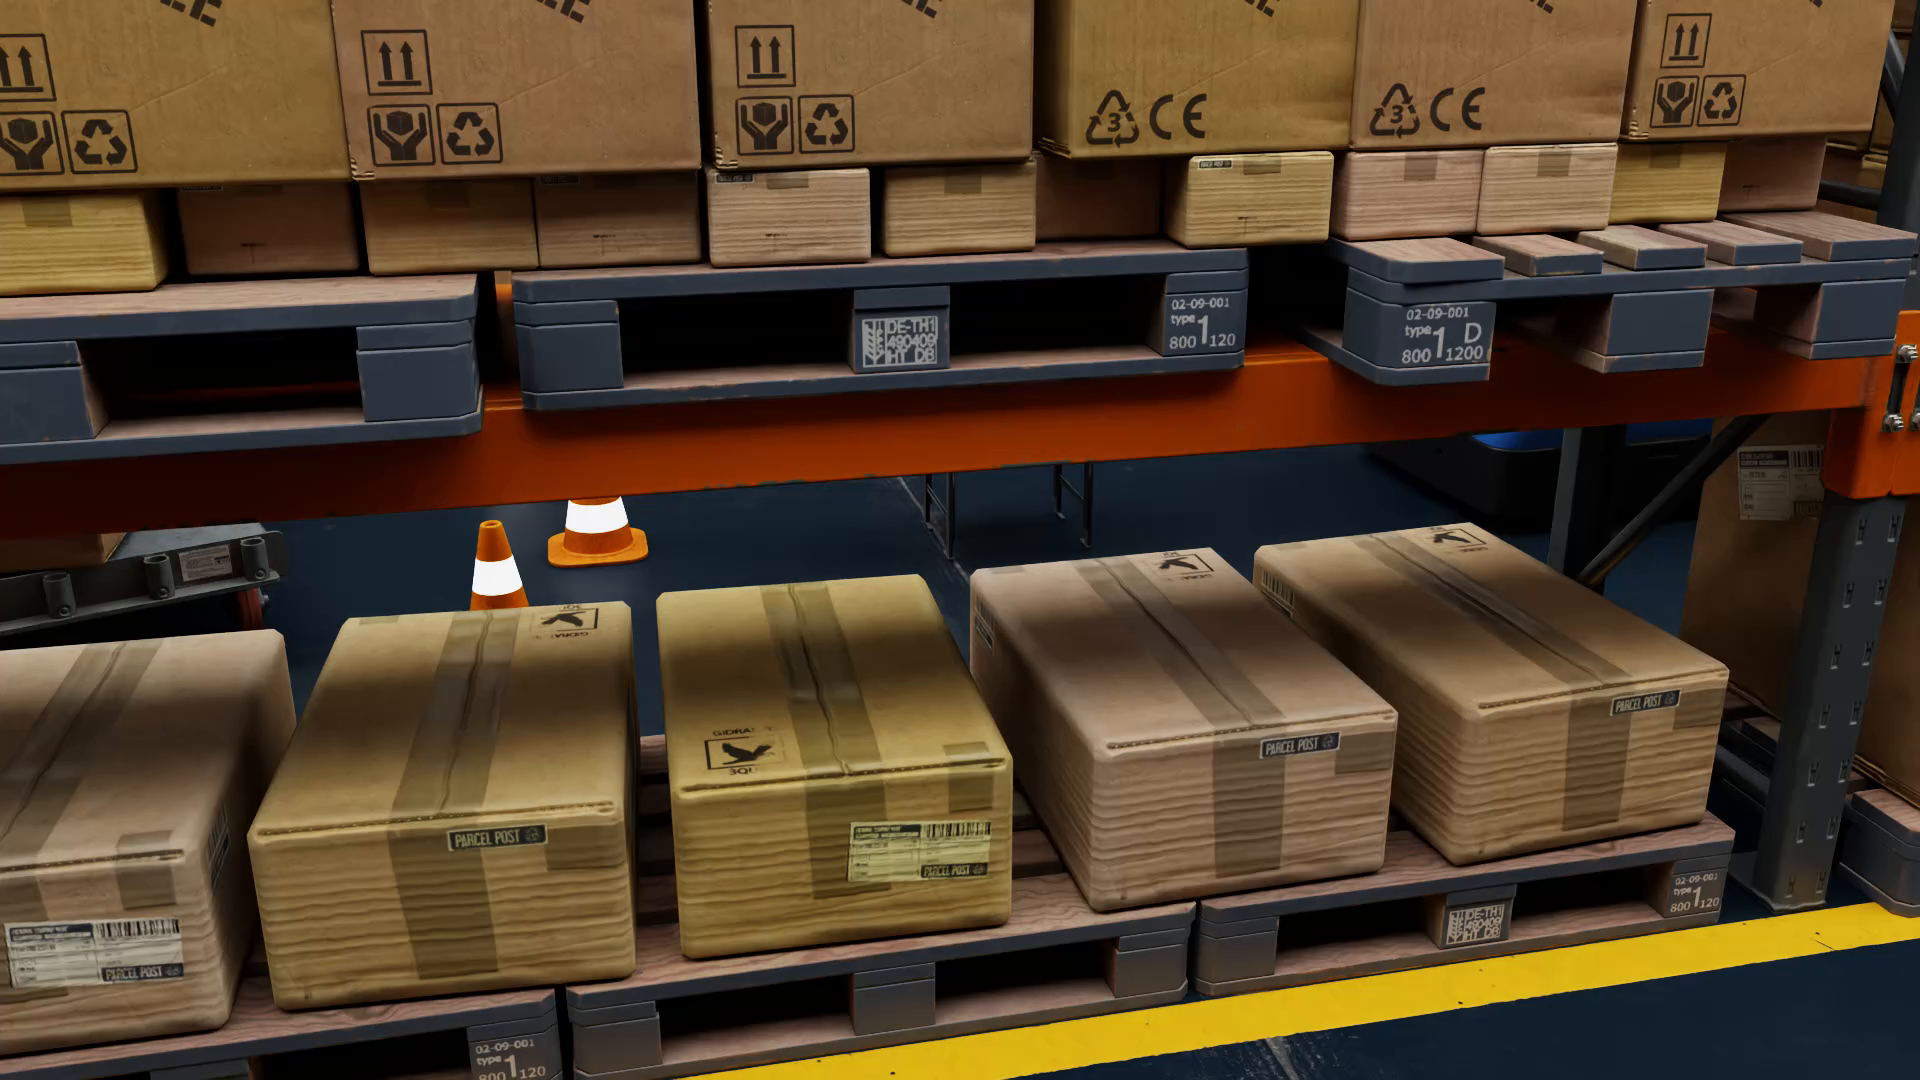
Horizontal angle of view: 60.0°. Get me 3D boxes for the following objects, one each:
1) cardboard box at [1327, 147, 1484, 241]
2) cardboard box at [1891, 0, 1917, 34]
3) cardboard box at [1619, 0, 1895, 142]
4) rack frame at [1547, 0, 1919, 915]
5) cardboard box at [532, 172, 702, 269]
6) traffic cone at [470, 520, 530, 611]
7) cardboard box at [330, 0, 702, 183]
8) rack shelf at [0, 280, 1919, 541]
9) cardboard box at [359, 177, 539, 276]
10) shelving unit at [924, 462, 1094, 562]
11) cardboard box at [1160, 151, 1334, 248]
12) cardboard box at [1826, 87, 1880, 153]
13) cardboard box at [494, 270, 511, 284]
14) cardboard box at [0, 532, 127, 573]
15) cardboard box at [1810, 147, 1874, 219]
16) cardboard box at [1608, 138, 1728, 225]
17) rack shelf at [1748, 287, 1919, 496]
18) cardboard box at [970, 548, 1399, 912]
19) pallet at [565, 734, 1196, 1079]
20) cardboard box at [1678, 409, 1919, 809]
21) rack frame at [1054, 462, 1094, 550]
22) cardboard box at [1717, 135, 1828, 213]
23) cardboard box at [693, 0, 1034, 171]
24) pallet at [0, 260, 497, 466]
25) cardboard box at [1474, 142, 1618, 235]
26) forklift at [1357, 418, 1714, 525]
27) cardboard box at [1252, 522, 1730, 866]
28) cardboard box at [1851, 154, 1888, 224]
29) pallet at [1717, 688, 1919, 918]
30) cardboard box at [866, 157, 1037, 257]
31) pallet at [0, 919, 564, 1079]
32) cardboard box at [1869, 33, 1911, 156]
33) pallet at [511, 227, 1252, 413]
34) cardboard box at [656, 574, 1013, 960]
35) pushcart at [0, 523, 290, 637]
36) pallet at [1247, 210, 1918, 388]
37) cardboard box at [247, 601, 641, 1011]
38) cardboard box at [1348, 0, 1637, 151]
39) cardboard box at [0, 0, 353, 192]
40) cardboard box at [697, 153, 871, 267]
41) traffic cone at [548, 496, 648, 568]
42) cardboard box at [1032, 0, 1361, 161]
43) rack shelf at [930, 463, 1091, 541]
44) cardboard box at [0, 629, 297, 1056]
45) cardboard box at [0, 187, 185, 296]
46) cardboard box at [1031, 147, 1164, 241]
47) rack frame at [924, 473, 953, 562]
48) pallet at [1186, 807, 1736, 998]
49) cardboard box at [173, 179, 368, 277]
[{"bbox_3d":[0.718,-0.645,2.970,0.250,0.149,0.380,-6,21,-15],"label":"cardboard box"},{"bbox_3d":[2.245,-1.242,3.245,0.500,0.500,0.500,-5,21,-14],"label":"cardboard box"},{"bbox_3d":[1.331,-1.023,3.059,0.500,0.500,0.500,-5,21,-14],"label":"cardboard box"},{"bbox_3d":[1.709,-0.768,3.551,0.127,3.000,1.000,-5,21,-12],"label":"rack frame"},{"bbox_3d":[-0.569,-0.559,2.735,0.250,0.149,0.380,-4,21,-12],"label":"cardboard box"},{"bbox_3d":[-1.299,0.173,4.671,0.334,0.463,0.336,-5,21,-12],"label":"traffic cone"},{"bbox_3d":[-0.690,-0.851,2.589,0.500,0.500,0.500,-5,21,-13],"label":"cardboard box"},{"bbox_3d":[-0.237,-0.272,3.243,4.000,0.370,1.077,-5,21,-12],"label":"rack shelf"},{"bbox_3d":[-0.810,-0.540,2.683,0.250,0.149,0.380,-4,21,-12],"label":"cardboard box"},{"bbox_3d":[0.161,-0.999,5.489,0.503,2.100,0.431,-5,21,-12],"label":"shelving unit"},{"bbox_3d":[0.454,-0.619,2.898,0.250,0.149,0.380,-4,21,-12],"label":"cardboard box"},{"bbox_3d":[2.122,-1.056,3.828,0.500,0.250,0.500,-5,21,-13],"label":"cardboard box"},{"bbox_3d":[-1.898,-1.396,7.925,0.750,0.750,1.050,-5,21,-12],"label":"cardboard box"},{"bbox_3d":[-2.622,-0.227,4.607,0.500,0.500,0.500,-5,21,-12],"label":"cardboard box"},{"bbox_3d":[2.142,-0.825,3.924,0.500,0.250,0.500,-5,21,-14],"label":"cardboard box"},{"bbox_3d":[1.200,-0.698,3.113,0.250,0.149,0.380,-4,21,-12],"label":"cardboard box"},{"bbox_3d":[3.656,-0.589,4.107,4.000,0.370,1.077,-5,21,-12],"label":"rack shelf"},{"bbox_3d":[0.441,0.371,3.651,0.625,0.372,0.950,-5,21,-14],"label":"cardboard box"},{"bbox_3d":[-0.237,0.698,3.603,1.213,0.211,1.003,-5,21,-12],"label":"pallet"},{"bbox_3d":[2.400,0.005,3.918,0.875,0.875,0.875,-5,21,-13],"label":"cardboard box"},{"bbox_3d":[0.399,-1.018,5.542,0.015,2.100,0.400,-5,21,-12],"label":"rack frame"},{"bbox_3d":[1.444,-0.743,3.237,0.250,0.149,0.380,-4,20,-10],"label":"cardboard box"},{"bbox_3d":[-0.192,-0.895,2.710,0.500,0.500,0.500,-6,21,-15],"label":"cardboard box"},{"bbox_3d":[-1.406,-0.374,2.752,1.213,0.211,1.003,-5,21,-12],"label":"pallet"},{"bbox_3d":[0.965,-0.663,3.017,0.250,0.149,0.380,-5,21,-13],"label":"cardboard box"},{"bbox_3d":[3.163,-1.701,6.197,3.031,2.935,1.130,-6,21,-16],"label":"forklift"},{"bbox_3d":[1.157,0.310,3.818,0.625,0.372,0.950,-6,21,-16],"label":"cardboard box"},{"bbox_3d":[2.243,-0.653,3.453,0.500,0.250,0.500,-5,21,-13],"label":"cardboard box"},{"bbox_3d":[2.494,0.504,4.133,1.213,0.211,1.003,-5,21,-12],"label":"pallet"},{"bbox_3d":[-0.045,-0.594,2.829,0.250,0.149,0.380,-5,21,-14],"label":"cardboard box"},{"bbox_3d":[-1.426,0.795,3.336,1.213,0.211,1.003,-5,21,-12],"label":"pallet"},{"bbox_3d":[2.259,-0.890,3.375,0.500,0.250,0.500,-5,21,-13],"label":"cardboard box"},{"bbox_3d":[-0.208,-0.508,3.119,1.213,0.211,1.003,-5,21,-12],"label":"pallet"},{"bbox_3d":[-0.298,0.429,3.493,0.625,0.372,0.950,-4,20,-11],"label":"cardboard box"},{"bbox_3d":[-2.757,0.020,5.211,0.936,0.377,1.648,-13,24,-31],"label":"pushcart"},{"bbox_3d":[1.040,-0.586,3.333,1.003,0.211,1.213,-5,21,-12],"label":"pallet"},{"bbox_3d":[-0.975,0.484,3.341,0.625,0.372,0.950,-3,20,-9],"label":"cardboard box"},{"bbox_3d":[0.830,-0.979,2.937,0.500,0.500,0.500,-5,21,-13],"label":"cardboard box"},{"bbox_3d":[-1.174,-0.817,2.495,0.500,0.500,0.500,-5,21,-12],"label":"cardboard box"},{"bbox_3d":[-0.298,-0.563,2.745,0.250,0.149,0.380,-4,20,-10],"label":"cardboard box"},{"bbox_3d":[-1.247,-0.185,5.647,0.334,0.463,0.336,-5,21,-12],"label":"traffic cone"},{"bbox_3d":[0.339,-0.938,2.827,0.500,0.500,0.500,-6,21,-16],"label":"cardboard box"},{"bbox_3d":[0.161,-0.329,5.735,0.480,0.518,0.431,-5,21,-12],"label":"rack shelf"},{"bbox_3d":[-1.674,0.543,3.183,0.625,0.372,0.950,-4,21,-12],"label":"cardboard box"},{"bbox_3d":[-1.328,-0.486,2.535,0.250,0.149,0.380,-4,21,-11],"label":"cardboard box"},{"bbox_3d":[0.180,-0.641,2.959,0.250,0.149,0.380,-4,21,-12],"label":"cardboard box"},{"bbox_3d":[-0.076,-0.980,5.436,0.015,2.100,0.400,-5,21,-12],"label":"rack frame"},{"bbox_3d":[0.948,0.602,3.864,1.213,0.211,1.003,-5,21,-12],"label":"pallet"},{"bbox_3d":[-1.070,-0.534,2.666,0.250,0.149,0.380,-3,20,-9],"label":"cardboard box"}]
